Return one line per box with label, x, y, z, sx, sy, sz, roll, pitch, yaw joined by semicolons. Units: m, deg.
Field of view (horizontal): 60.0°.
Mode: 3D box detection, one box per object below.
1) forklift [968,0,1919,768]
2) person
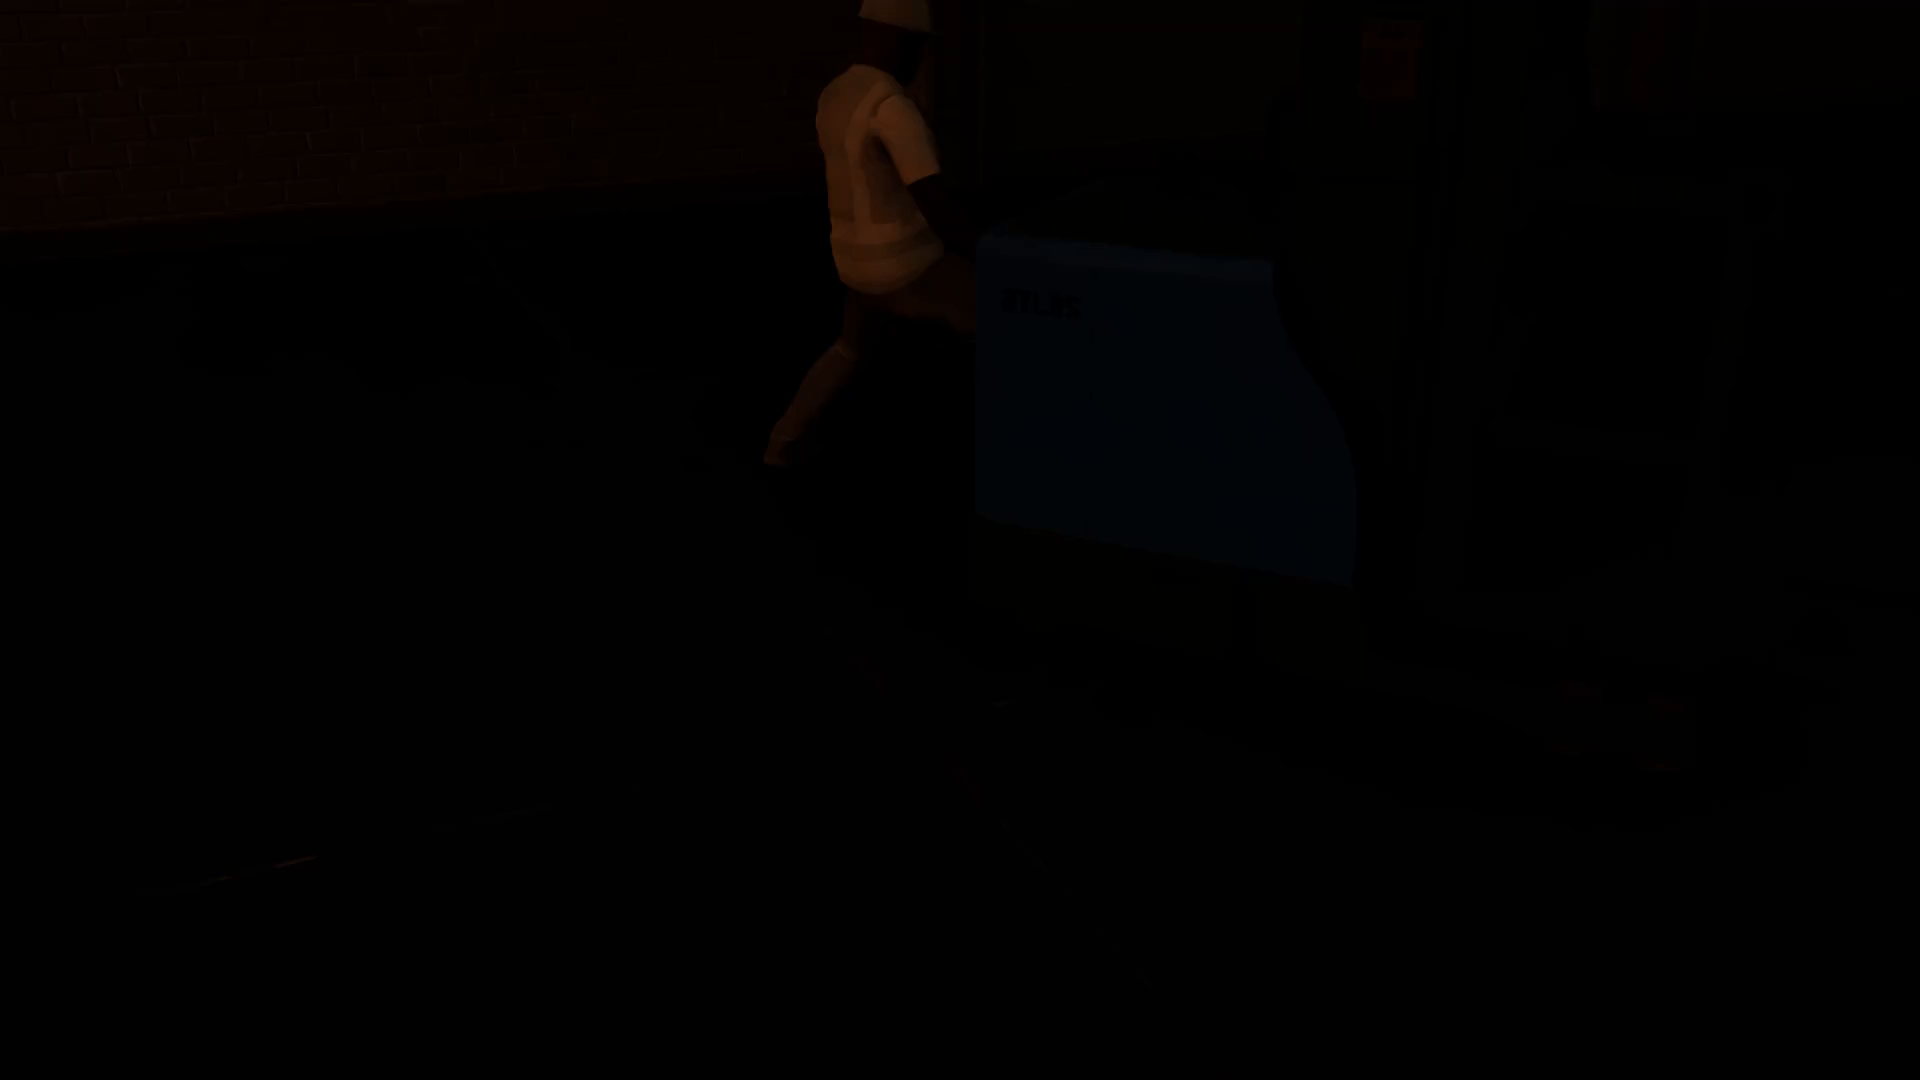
forklift;1.579;-1.052;3.818;3.031;2.935;1.130;11;25;24
person;-0.173;-0.963;5.394;0.863;1.621;1.036;-12;25;-26
